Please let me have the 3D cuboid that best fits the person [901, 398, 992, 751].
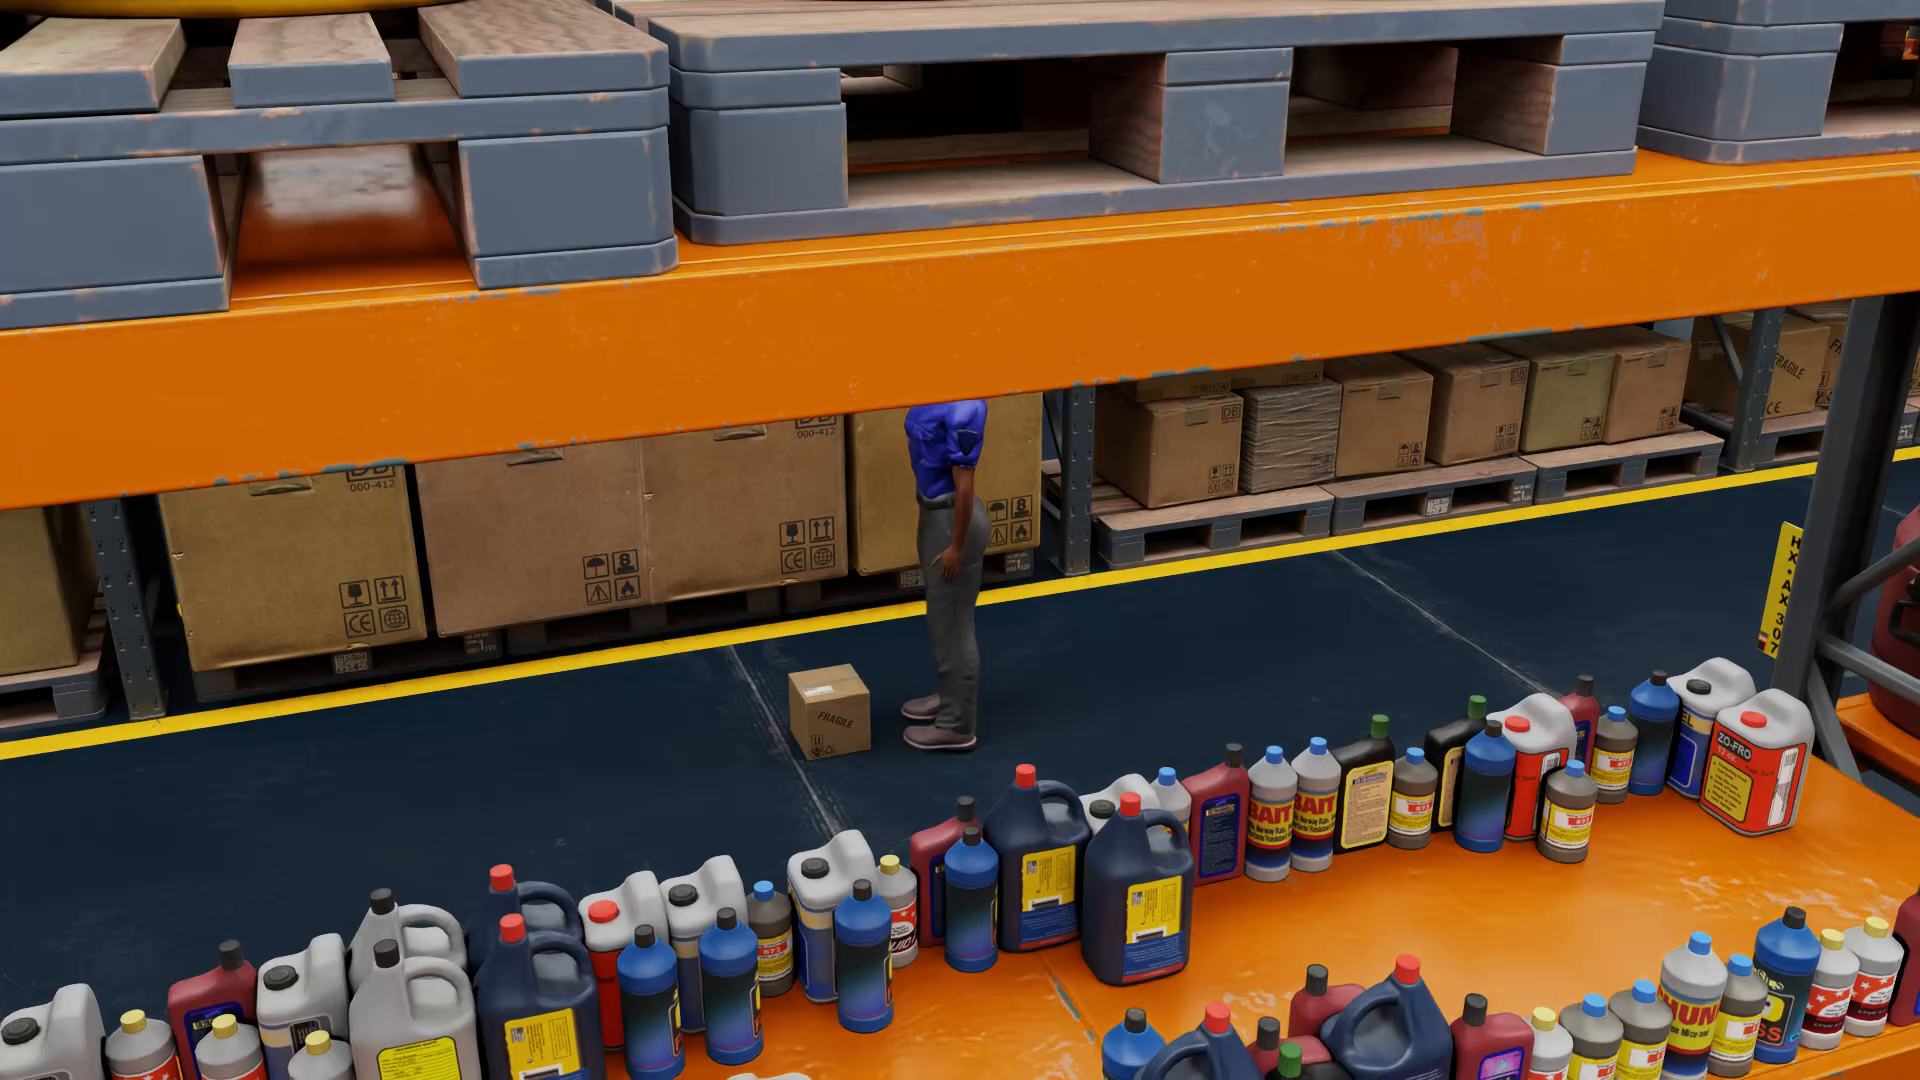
[{"bbox_3d":[-0.065,-0.046,6.198,0.348,1.667,0.511,-4,23,-9],"label":"person"}]
